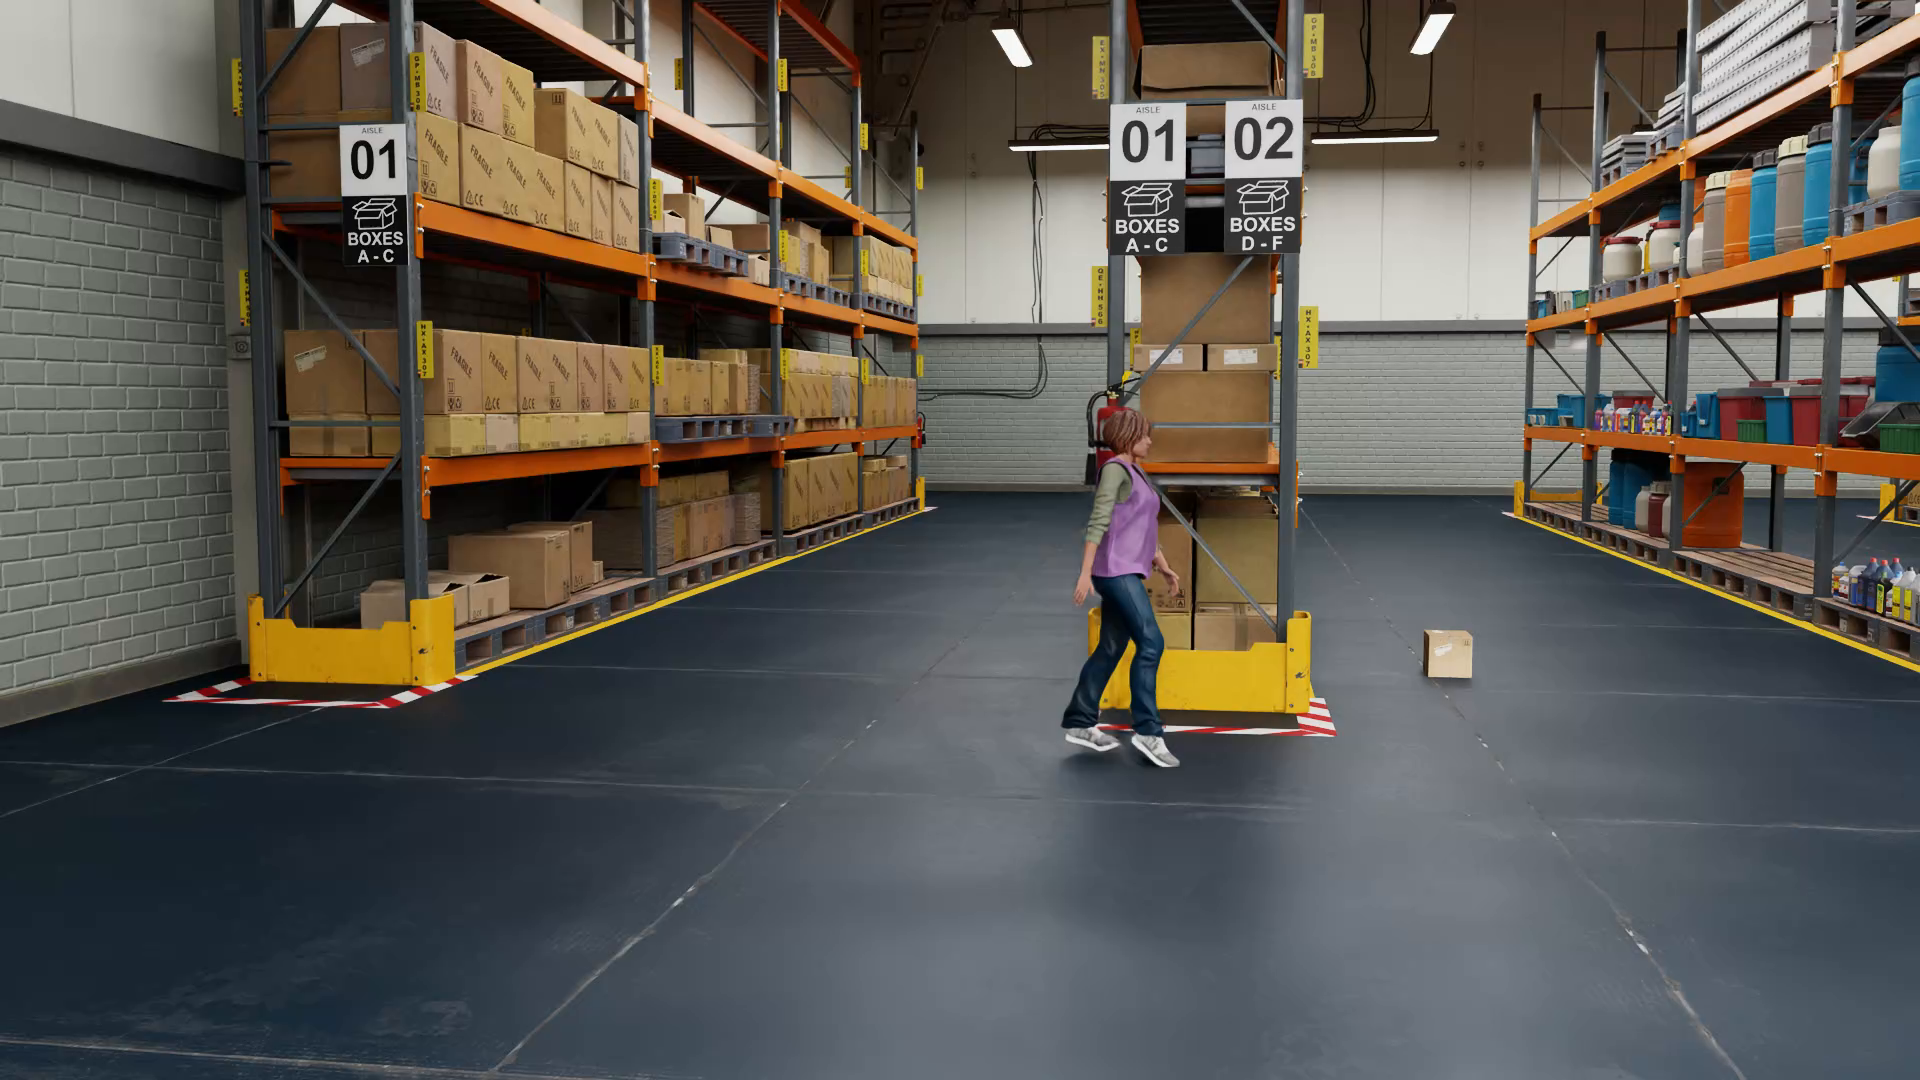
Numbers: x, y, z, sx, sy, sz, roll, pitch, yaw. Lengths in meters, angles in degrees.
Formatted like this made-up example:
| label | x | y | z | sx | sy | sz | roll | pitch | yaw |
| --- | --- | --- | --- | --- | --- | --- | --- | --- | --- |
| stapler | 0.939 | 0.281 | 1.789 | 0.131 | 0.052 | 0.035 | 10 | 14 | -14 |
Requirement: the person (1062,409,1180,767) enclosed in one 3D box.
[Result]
| label | x | y | z | sx | sy | sz | roll | pitch | yaw |
| --- | --- | --- | --- | --- | --- | --- | --- | --- | --- |
| person | 0.762 | 0.209 | 7.671 | 0.588 | 1.621 | 0.514 | 1 | 5 | 17 |
